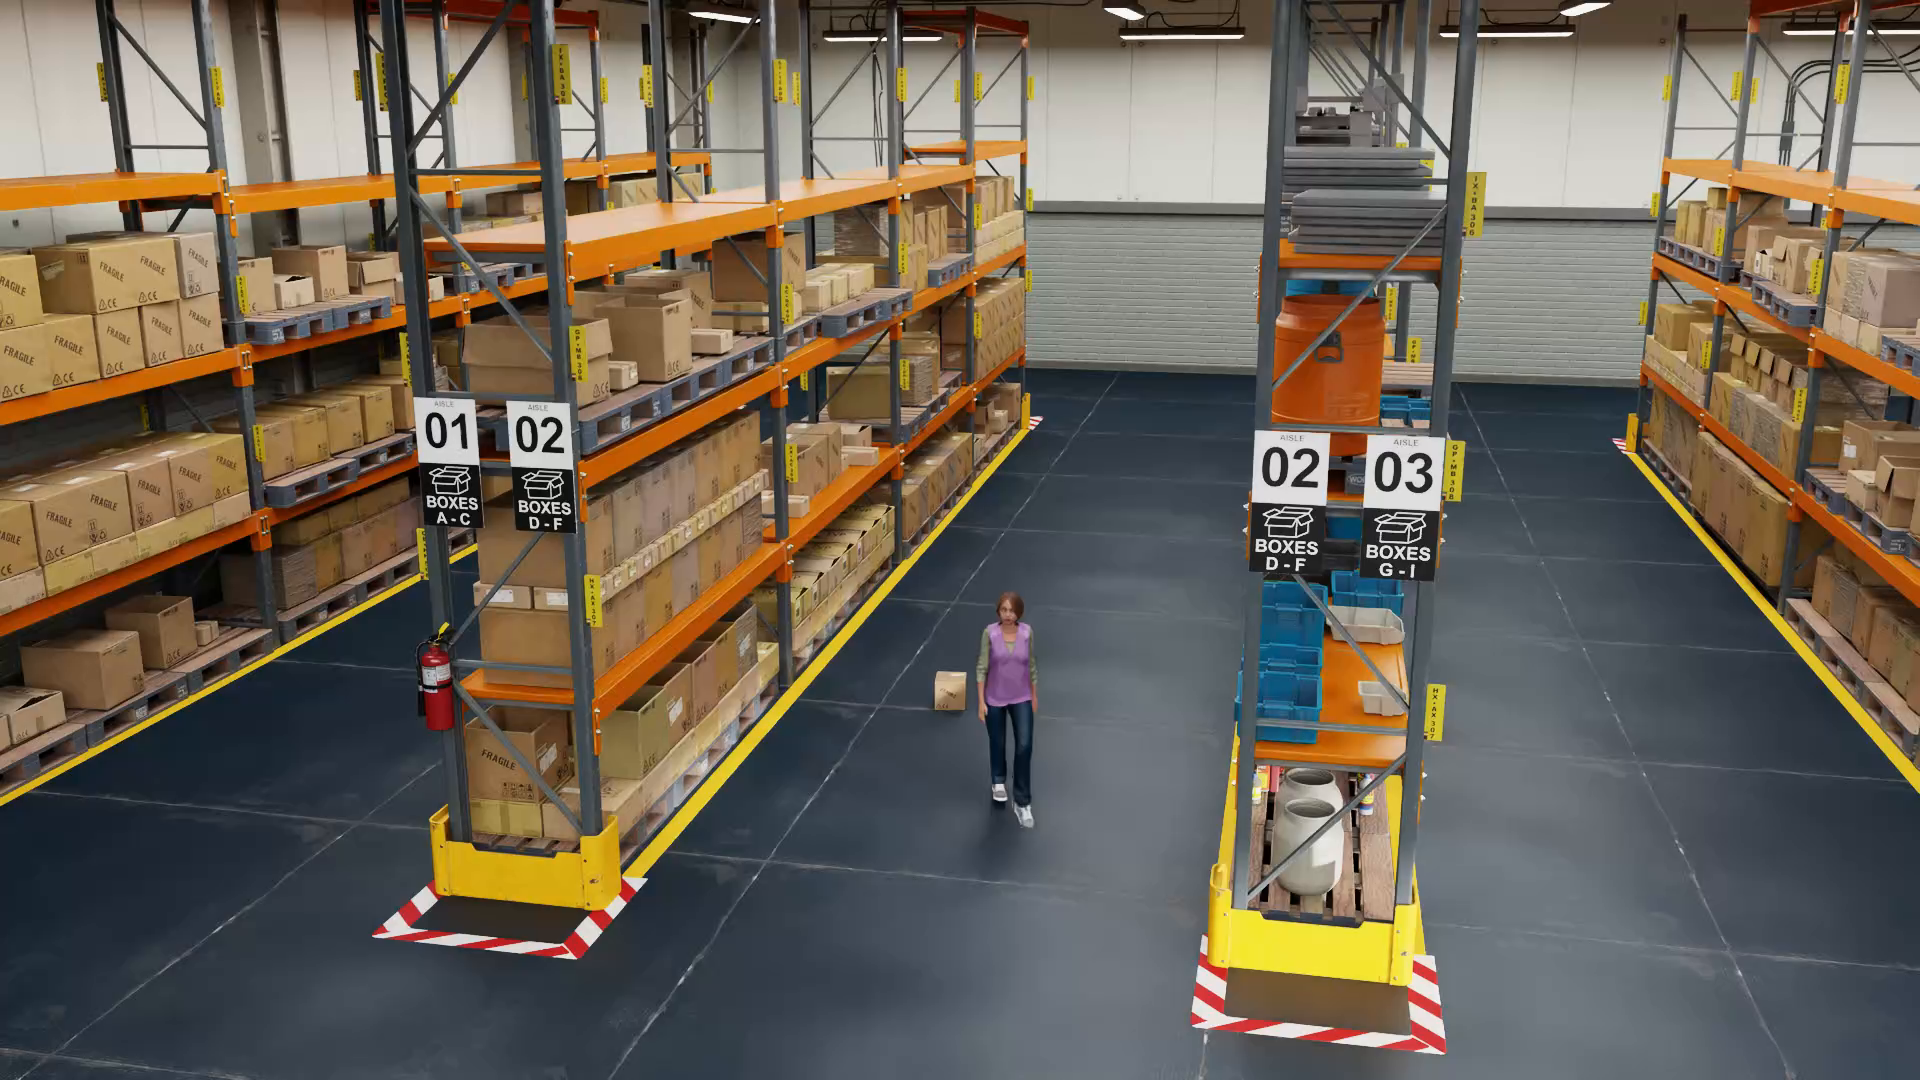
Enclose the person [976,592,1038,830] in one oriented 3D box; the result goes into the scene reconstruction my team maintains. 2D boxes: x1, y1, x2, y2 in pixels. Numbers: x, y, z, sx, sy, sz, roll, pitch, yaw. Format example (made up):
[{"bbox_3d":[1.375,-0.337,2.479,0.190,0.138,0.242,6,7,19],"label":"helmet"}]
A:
[{"bbox_3d":[0.338,1.175,11.677,0.451,1.607,0.680,-1,15,-3],"label":"person"}]
